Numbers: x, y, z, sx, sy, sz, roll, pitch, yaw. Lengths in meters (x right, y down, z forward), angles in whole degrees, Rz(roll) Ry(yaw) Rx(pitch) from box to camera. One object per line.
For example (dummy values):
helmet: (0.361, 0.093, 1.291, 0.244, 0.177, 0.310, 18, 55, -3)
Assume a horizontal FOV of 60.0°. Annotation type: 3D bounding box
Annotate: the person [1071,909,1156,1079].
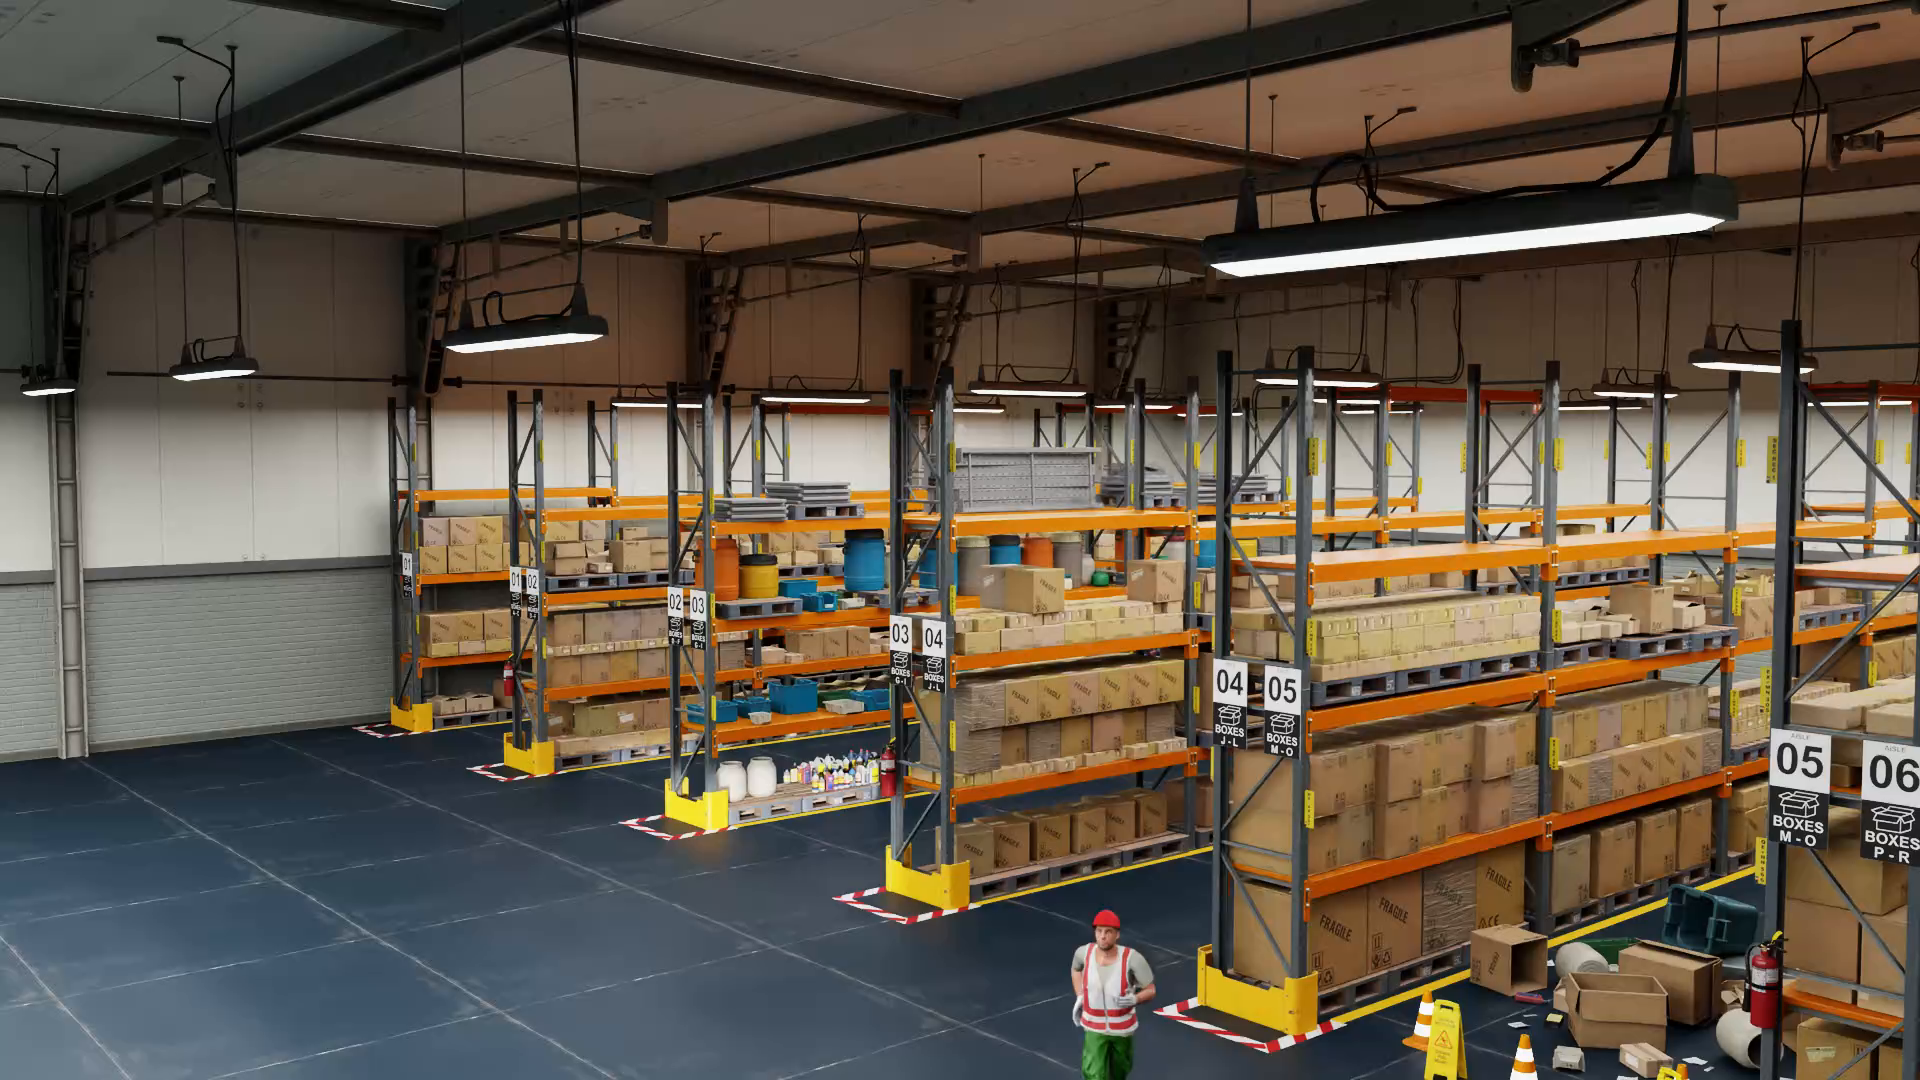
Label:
person: (1.101, 3.566, 12.024, 0.624, 1.833, 0.866, 0, 3, 8)
